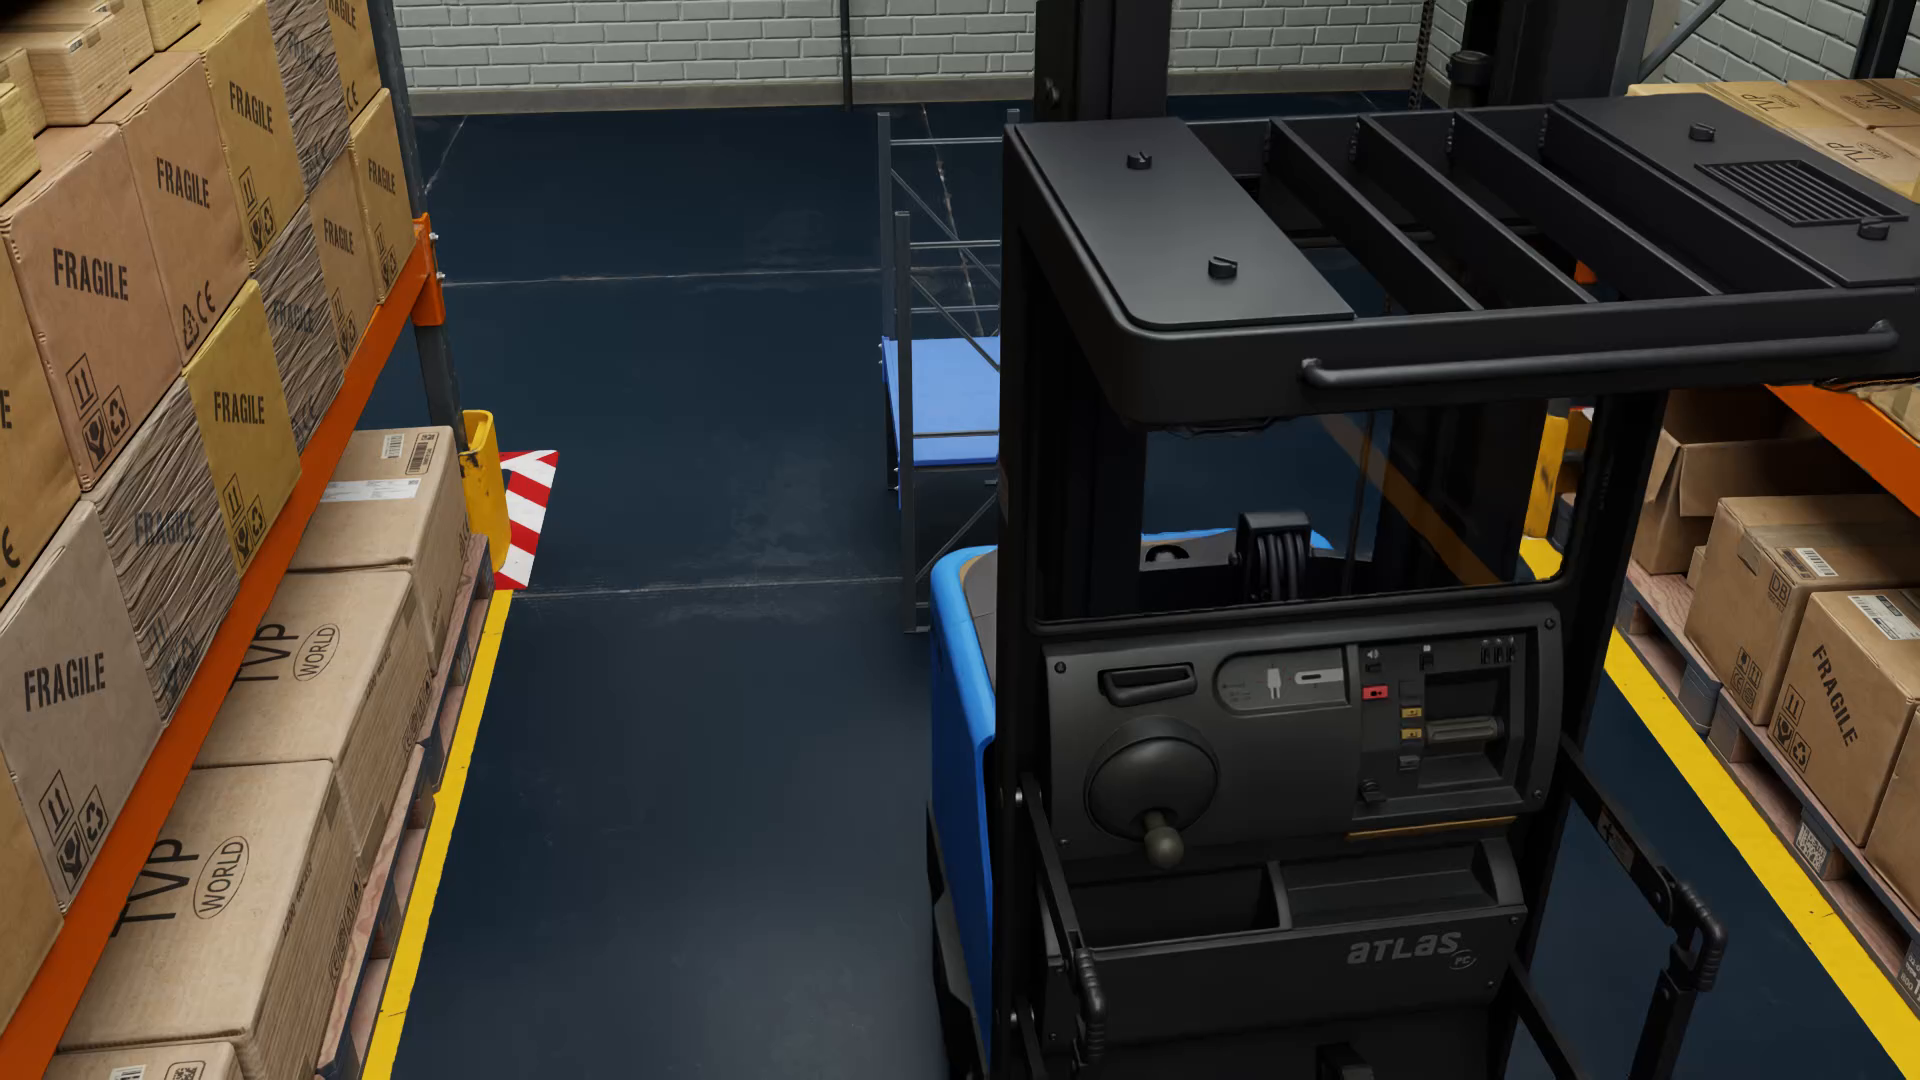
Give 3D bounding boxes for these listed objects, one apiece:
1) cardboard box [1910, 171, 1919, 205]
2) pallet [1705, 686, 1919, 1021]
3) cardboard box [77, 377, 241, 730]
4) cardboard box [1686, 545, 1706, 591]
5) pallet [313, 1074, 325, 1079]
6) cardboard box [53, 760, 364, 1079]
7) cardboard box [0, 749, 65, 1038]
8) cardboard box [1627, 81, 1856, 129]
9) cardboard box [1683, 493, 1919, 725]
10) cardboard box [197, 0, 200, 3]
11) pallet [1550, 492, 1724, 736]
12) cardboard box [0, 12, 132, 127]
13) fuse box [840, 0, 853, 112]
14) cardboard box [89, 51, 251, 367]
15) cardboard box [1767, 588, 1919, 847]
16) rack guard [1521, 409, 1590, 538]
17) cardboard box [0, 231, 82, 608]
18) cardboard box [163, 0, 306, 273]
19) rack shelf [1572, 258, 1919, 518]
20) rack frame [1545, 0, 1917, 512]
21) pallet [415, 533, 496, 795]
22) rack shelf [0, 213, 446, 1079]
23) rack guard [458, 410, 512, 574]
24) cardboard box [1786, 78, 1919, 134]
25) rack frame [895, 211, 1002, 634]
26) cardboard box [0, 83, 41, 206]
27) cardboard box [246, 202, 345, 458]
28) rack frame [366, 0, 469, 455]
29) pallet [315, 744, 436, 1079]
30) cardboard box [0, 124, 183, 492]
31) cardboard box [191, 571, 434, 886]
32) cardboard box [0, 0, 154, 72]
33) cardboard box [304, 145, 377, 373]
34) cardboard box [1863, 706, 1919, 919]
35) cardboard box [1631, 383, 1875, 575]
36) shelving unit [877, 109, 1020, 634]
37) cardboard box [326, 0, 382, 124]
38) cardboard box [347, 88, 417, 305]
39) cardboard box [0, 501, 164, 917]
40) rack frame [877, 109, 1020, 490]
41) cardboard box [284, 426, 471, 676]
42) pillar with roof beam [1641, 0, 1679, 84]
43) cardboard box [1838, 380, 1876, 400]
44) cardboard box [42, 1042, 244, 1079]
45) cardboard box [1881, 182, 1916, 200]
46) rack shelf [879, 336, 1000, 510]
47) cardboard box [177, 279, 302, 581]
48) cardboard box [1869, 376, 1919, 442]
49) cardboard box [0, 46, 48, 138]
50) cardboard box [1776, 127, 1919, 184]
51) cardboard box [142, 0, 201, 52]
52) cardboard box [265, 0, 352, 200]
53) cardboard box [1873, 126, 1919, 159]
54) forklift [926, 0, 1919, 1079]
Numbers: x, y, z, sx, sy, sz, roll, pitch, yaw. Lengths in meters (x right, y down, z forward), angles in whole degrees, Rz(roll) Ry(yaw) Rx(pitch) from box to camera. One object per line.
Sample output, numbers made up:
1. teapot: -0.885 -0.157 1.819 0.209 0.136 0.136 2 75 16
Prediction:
1. cardboard box: 2.594 -0.823 3.827 0.500 0.500 0.500 -2 31 -3
2. pallet: 2.873 0.817 4.677 1.003 0.211 1.213 -3 31 -5
3. cardboard box: -1.755 0.028 3.181 0.500 0.500 0.500 -3 31 -4
4. cardboard box: 2.643 0.131 5.475 0.380 0.149 0.250 -4 31 -7
5. pallet: -1.882 1.639 3.300 1.003 0.211 1.213 -3 31 -5
6. cardboard box: -1.925 0.971 3.788 0.875 0.438 0.875 -4 31 -6
7. cardboard box: -1.672 0.539 2.325 0.500 0.500 0.500 -2 31 -3
8. cardboard box: 2.453 -1.267 5.301 0.500 0.250 0.500 -3 31 -4
9. cardboard box: 2.683 0.200 5.018 0.700 0.500 0.500 -2 31 -3
10. cardboard box: -1.937 -1.261 3.732 0.380 0.149 0.250 -3 31 -5
11. pallet: 2.762 0.195 5.718 1.003 0.211 1.213 -3 31 -5
12. cardboard box: -1.783 -0.869 3.074 0.380 0.149 0.250 -3 31 -4
13. fuse box: -0.707 -3.559 10.539 0.539 1.711 0.414 -3 31 -5
14. cardboard box: -1.814 -0.671 3.375 0.500 0.500 0.500 -3 31 -5
15. cardboard box: 2.633 0.475 4.558 0.500 0.500 0.500 -2 31 -4
16. rack guard: 2.686 -0.336 6.325 1.175 0.500 0.348 -3 31 -5
17. cardboard box: -1.733 -0.151 2.505 0.500 0.500 0.500 -3 31 -5
18. cardboard box: -1.859 -0.927 3.805 0.500 0.500 0.500 -3 31 -5
19. rack shelf: 2.866 -0.118 4.224 1.077 0.370 4.000 -3 31 -5
20. rack frame: 2.679 -1.448 5.749 1.000 3.000 0.127 -3 31 -5
21. pallet: -2.110 0.394 5.385 1.003 0.211 1.213 -3 31 -5
22. rack shelf: -2.076 0.122 3.822 1.077 0.370 4.000 -3 31 -5
23. rack guard: -2.265 -0.147 6.009 1.175 0.500 0.348 -3 31 -5
24. cardboard box: 2.986 -1.289 5.339 0.500 0.250 0.500 -2 31 -3
25. rack frame: 0.055 -0.341 5.358 0.500 1.500 0.032 -3 31 -5
26. cardboard box: -1.724 -0.616 2.650 0.380 0.149 0.250 -4 31 -6
27. cardboard box: -1.864 -0.498 4.062 0.500 0.500 0.500 -2 31 -3
28. rack frame: -2.262 -1.208 5.347 1.000 3.000 0.127 -3 31 -5
29. pallet: -1.999 1.015 4.345 1.003 0.211 1.213 -3 31 -5
30. cardboard box: -1.770 -0.413 2.944 0.500 0.500 0.500 -2 31 -4
31. cardboard box: -2.007 0.511 4.559 0.875 0.438 0.875 -2 31 -3
32. cardboard box: -1.850 -1.001 3.296 0.380 0.149 0.250 -2 31 -3
33. cardboard box: -1.922 -0.760 4.500 0.500 0.500 0.500 -3 31 -6
34. cardboard box: 2.780 0.730 4.130 0.700 0.500 0.500 -4 31 -6
35. cardboard box: 2.642 -0.240 5.751 0.797 0.503 0.637 -4 31 -7
36. shelving unit: 0.008 -0.600 5.792 0.538 1.500 1.048 -3 31 -5
37. cardboard box: -1.980 -1.446 4.672 0.500 0.500 0.500 -2 31 -3
38. cardboard box: -1.954 -1.017 4.931 0.500 0.500 0.500 -3 31 -4
39. cardboard box: -1.715 0.282 2.755 0.500 0.500 0.500 -3 31 -4
40. rack frame: -0.040 -0.860 6.227 0.500 1.500 0.032 -3 31 -5
41. cardboard box: -2.101 0.044 5.341 0.875 0.438 0.875 -4 31 -6
42. pillar with roof beam: -0.961 -5.237 6.242 9.100 9.000 0.400 -3 31 -5
43. cardboard box: 2.508 -0.499 4.405 0.380 0.149 0.250 -4 31 -6
44. cardboard box: -1.840 1.428 3.023 0.875 0.438 0.875 -3 31 -5
45. cardboard box: 2.551 -0.751 4.438 0.500 0.250 0.500 -3 31 -6
46. rack shelf: 0.008 -0.446 5.885 0.538 0.185 1.000 -3 31 -5
47. cardboard box: -1.803 -0.235 3.621 0.500 0.500 0.500 -2 31 -3
48. cardboard box: 2.553 -0.365 4.182 0.380 0.149 0.250 -2 31 -3
49. cardboard box: -1.829 -0.740 2.858 0.380 0.149 0.250 -3 31 -5
50. cardboard box: 2.501 -1.009 4.871 0.500 0.250 0.500 -2 31 -4
51. cardboard box: -1.856 -1.136 3.522 0.380 0.149 0.250 -2 31 -3
52. cardboard box: -1.902 -1.180 4.228 0.500 0.500 0.500 -3 31 -4
53. cardboard box: 3.033 -1.026 4.898 0.500 0.250 0.500 -3 31 -4
54. forklift: 0.644 0.393 2.734 1.130 2.935 3.031 -4 31 -7
